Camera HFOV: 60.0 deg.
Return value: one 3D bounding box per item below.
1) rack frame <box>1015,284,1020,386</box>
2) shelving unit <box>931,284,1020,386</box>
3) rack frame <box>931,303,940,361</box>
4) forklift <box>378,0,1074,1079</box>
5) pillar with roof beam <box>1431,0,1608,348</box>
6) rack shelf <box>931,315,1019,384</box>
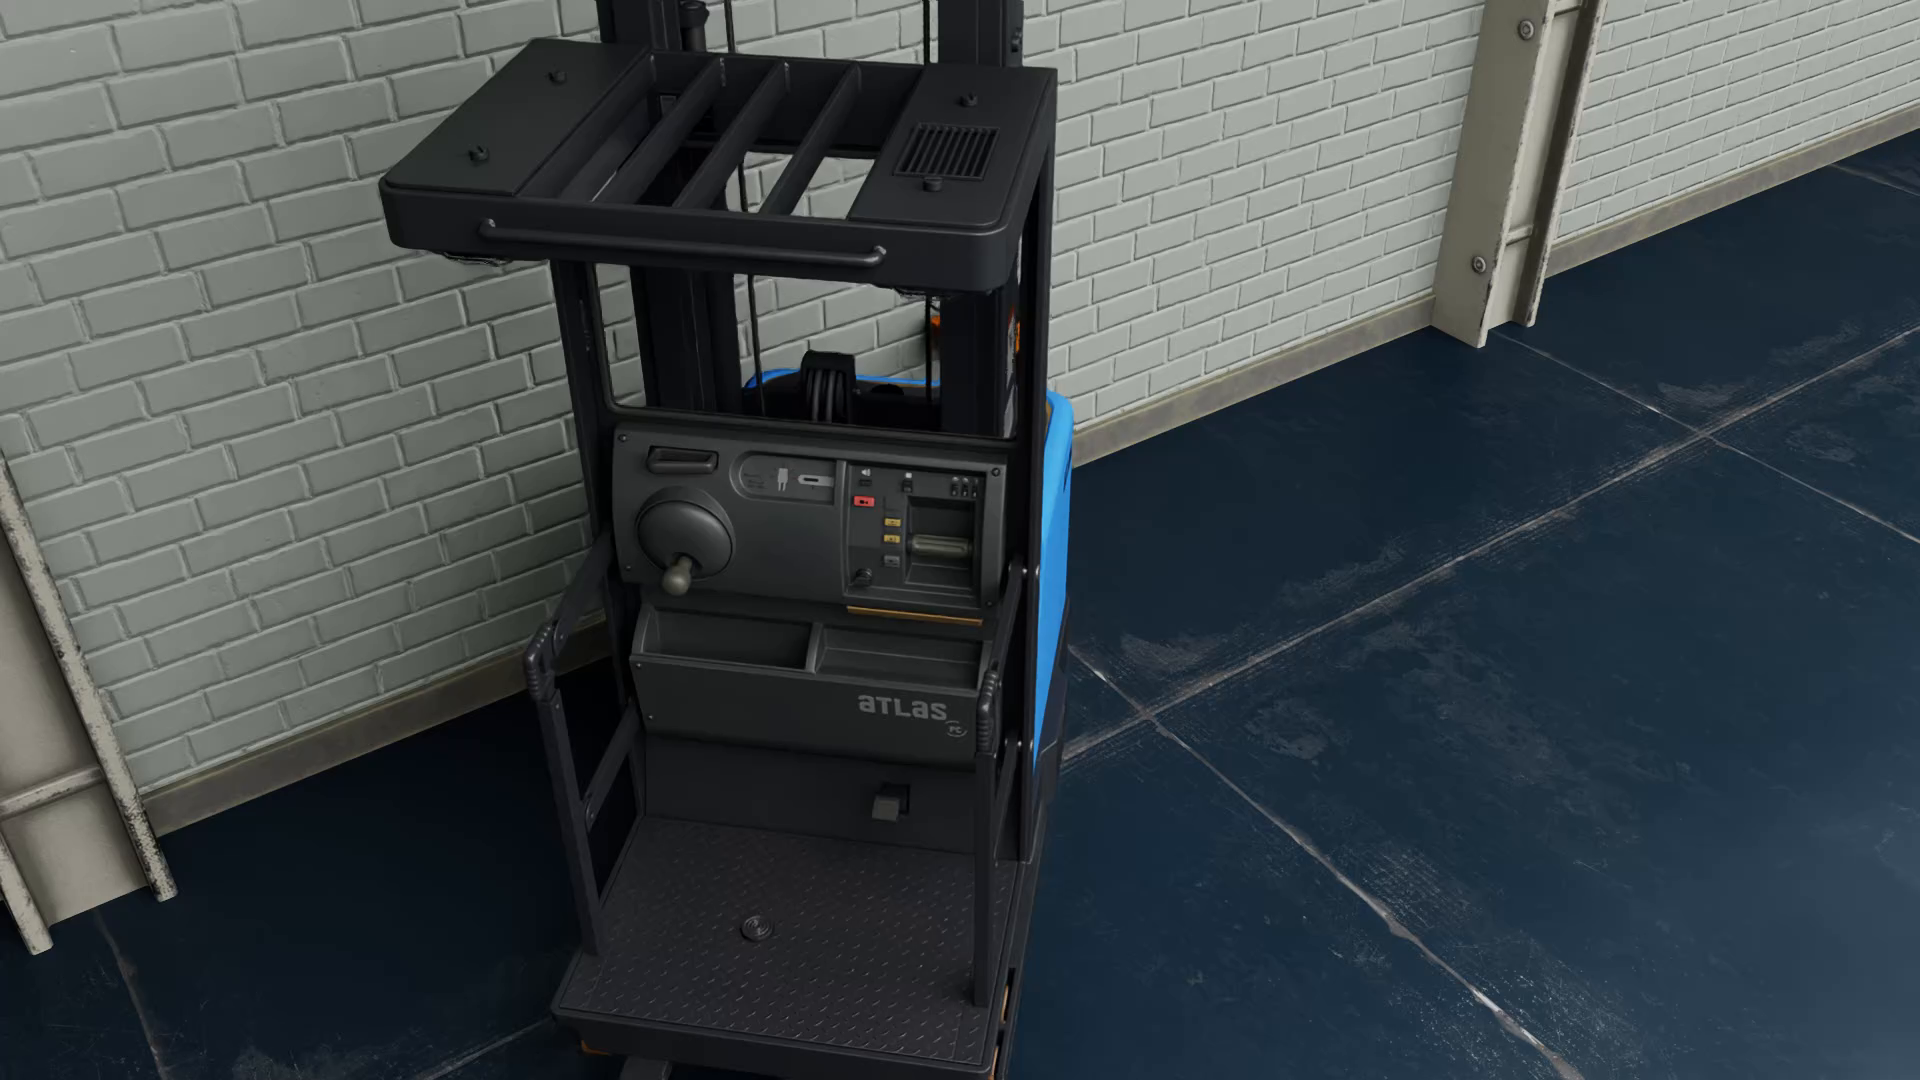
[{"bbox_3d":[0.143,-0.485,6.026,0.008,1.050,0.200,-22,41,-28],"label":"rack frame"},{"bbox_3d":[0.044,-0.444,5.968,0.252,1.050,0.215,-22,41,-28],"label":"shelving unit"},{"bbox_3d":[-0.056,-0.403,5.911,0.008,1.050,0.200,-22,41,-28],"label":"rack frame"},{"bbox_3d":[-0.390,0.026,3.704,1.130,2.935,3.031,5,36,8],"label":"forklift"},{"bbox_3d":[4.868,-2.596,2.153,0.400,9.000,9.100,-22,41,-28],"label":"pillar with roof beam"},{"bbox_3d":[0.044,-0.666,5.809,0.240,0.259,0.215,-22,41,-28],"label":"rack shelf"}]
